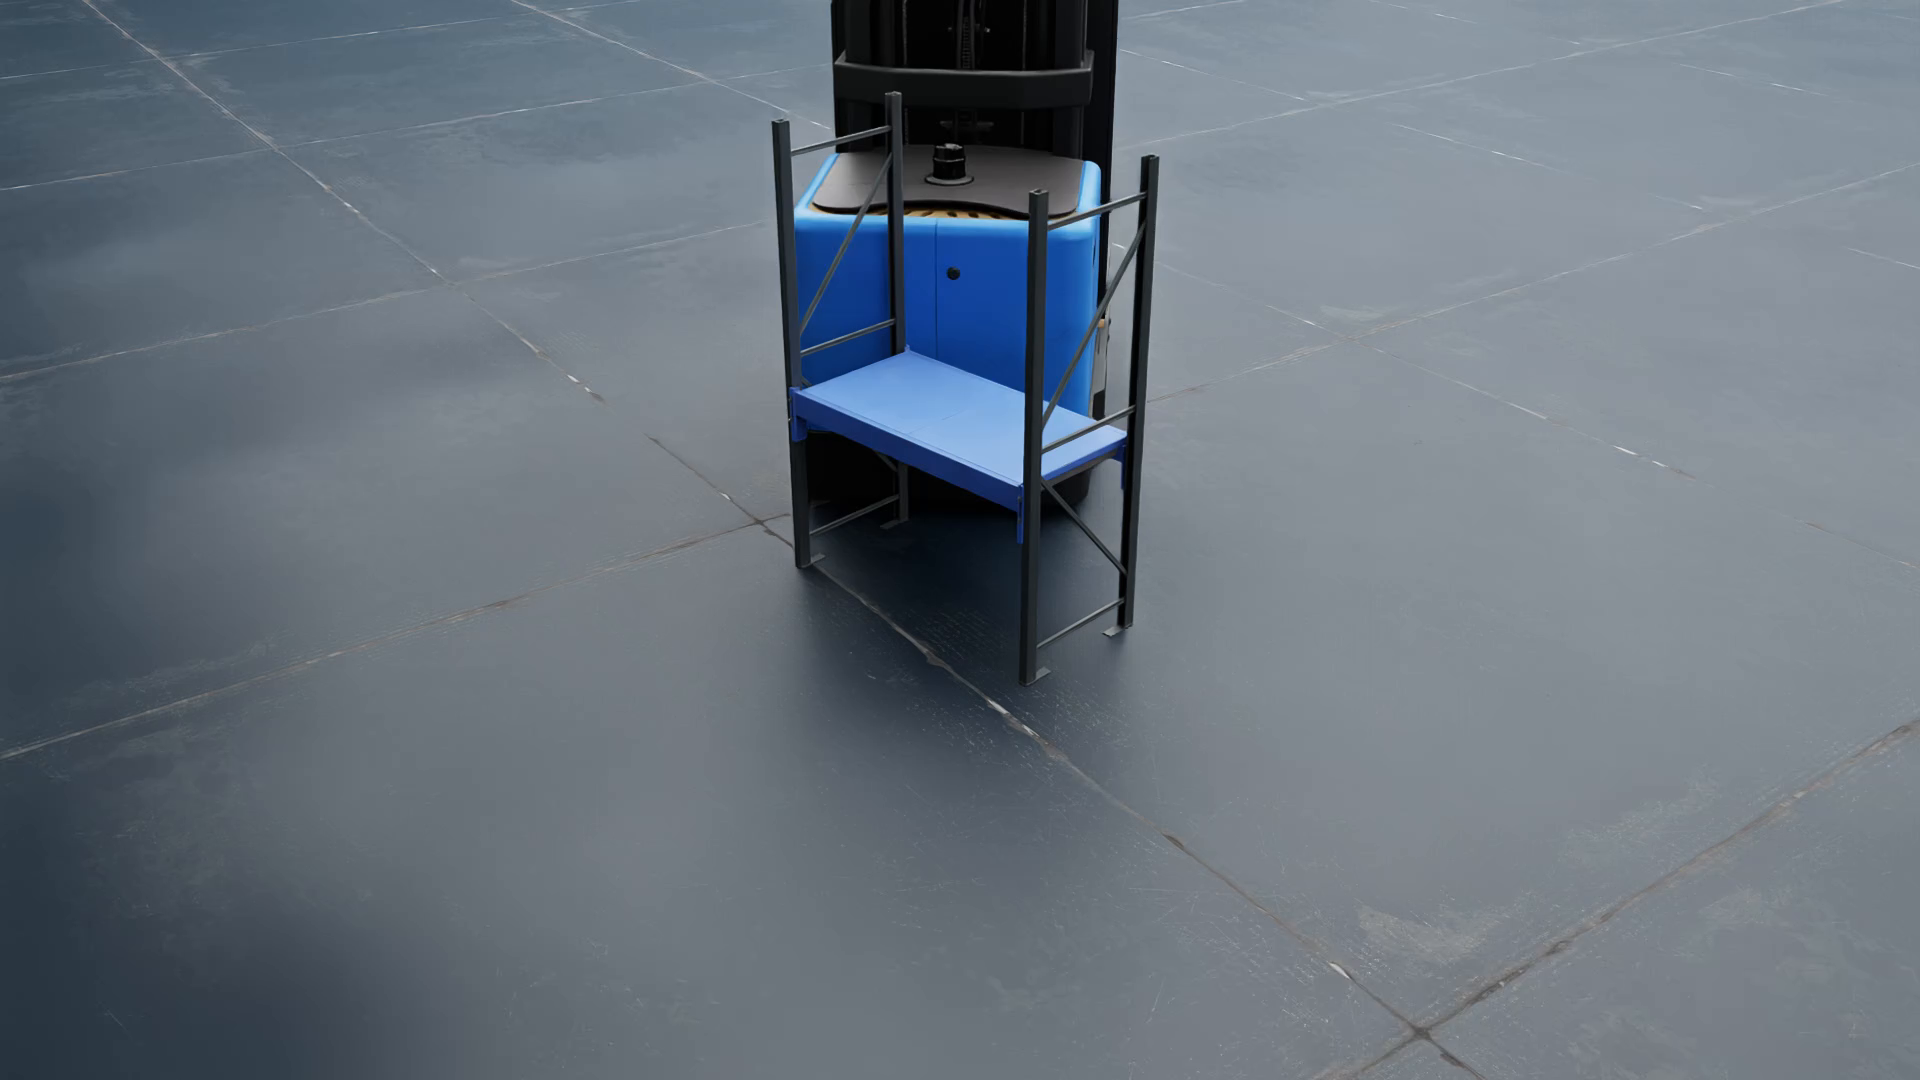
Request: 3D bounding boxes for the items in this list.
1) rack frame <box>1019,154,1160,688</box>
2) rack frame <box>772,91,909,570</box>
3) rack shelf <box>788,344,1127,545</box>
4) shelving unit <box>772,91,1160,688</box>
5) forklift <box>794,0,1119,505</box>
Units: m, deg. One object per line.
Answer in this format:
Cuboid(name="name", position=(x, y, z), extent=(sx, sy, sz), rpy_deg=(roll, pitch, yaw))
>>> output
Cuboid(name="rack frame", position=(0.361, -0.310, 4.749), extent=(0.032, 1.500, 0.500), rpy_deg=(25, 37, 38))
Cuboid(name="rack frame", position=(-0.367, -0.649, 5.373), extent=(0.032, 1.500, 0.500), rpy_deg=(25, 37, 38))
Cuboid(name="rack shelf", position=(-0.003, -0.321, 5.147), extent=(1.000, 0.185, 0.538), rpy_deg=(25, 37, 38))
Cuboid(name="shelving unit", position=(-0.003, -0.479, 5.061), extent=(1.048, 1.500, 0.538), rpy_deg=(25, 37, 38))
Cuboid(name="forklift", position=(0.081, -2.086, 6.519), extent=(1.130, 2.935, 3.031), rpy_deg=(3, 29, 5))
